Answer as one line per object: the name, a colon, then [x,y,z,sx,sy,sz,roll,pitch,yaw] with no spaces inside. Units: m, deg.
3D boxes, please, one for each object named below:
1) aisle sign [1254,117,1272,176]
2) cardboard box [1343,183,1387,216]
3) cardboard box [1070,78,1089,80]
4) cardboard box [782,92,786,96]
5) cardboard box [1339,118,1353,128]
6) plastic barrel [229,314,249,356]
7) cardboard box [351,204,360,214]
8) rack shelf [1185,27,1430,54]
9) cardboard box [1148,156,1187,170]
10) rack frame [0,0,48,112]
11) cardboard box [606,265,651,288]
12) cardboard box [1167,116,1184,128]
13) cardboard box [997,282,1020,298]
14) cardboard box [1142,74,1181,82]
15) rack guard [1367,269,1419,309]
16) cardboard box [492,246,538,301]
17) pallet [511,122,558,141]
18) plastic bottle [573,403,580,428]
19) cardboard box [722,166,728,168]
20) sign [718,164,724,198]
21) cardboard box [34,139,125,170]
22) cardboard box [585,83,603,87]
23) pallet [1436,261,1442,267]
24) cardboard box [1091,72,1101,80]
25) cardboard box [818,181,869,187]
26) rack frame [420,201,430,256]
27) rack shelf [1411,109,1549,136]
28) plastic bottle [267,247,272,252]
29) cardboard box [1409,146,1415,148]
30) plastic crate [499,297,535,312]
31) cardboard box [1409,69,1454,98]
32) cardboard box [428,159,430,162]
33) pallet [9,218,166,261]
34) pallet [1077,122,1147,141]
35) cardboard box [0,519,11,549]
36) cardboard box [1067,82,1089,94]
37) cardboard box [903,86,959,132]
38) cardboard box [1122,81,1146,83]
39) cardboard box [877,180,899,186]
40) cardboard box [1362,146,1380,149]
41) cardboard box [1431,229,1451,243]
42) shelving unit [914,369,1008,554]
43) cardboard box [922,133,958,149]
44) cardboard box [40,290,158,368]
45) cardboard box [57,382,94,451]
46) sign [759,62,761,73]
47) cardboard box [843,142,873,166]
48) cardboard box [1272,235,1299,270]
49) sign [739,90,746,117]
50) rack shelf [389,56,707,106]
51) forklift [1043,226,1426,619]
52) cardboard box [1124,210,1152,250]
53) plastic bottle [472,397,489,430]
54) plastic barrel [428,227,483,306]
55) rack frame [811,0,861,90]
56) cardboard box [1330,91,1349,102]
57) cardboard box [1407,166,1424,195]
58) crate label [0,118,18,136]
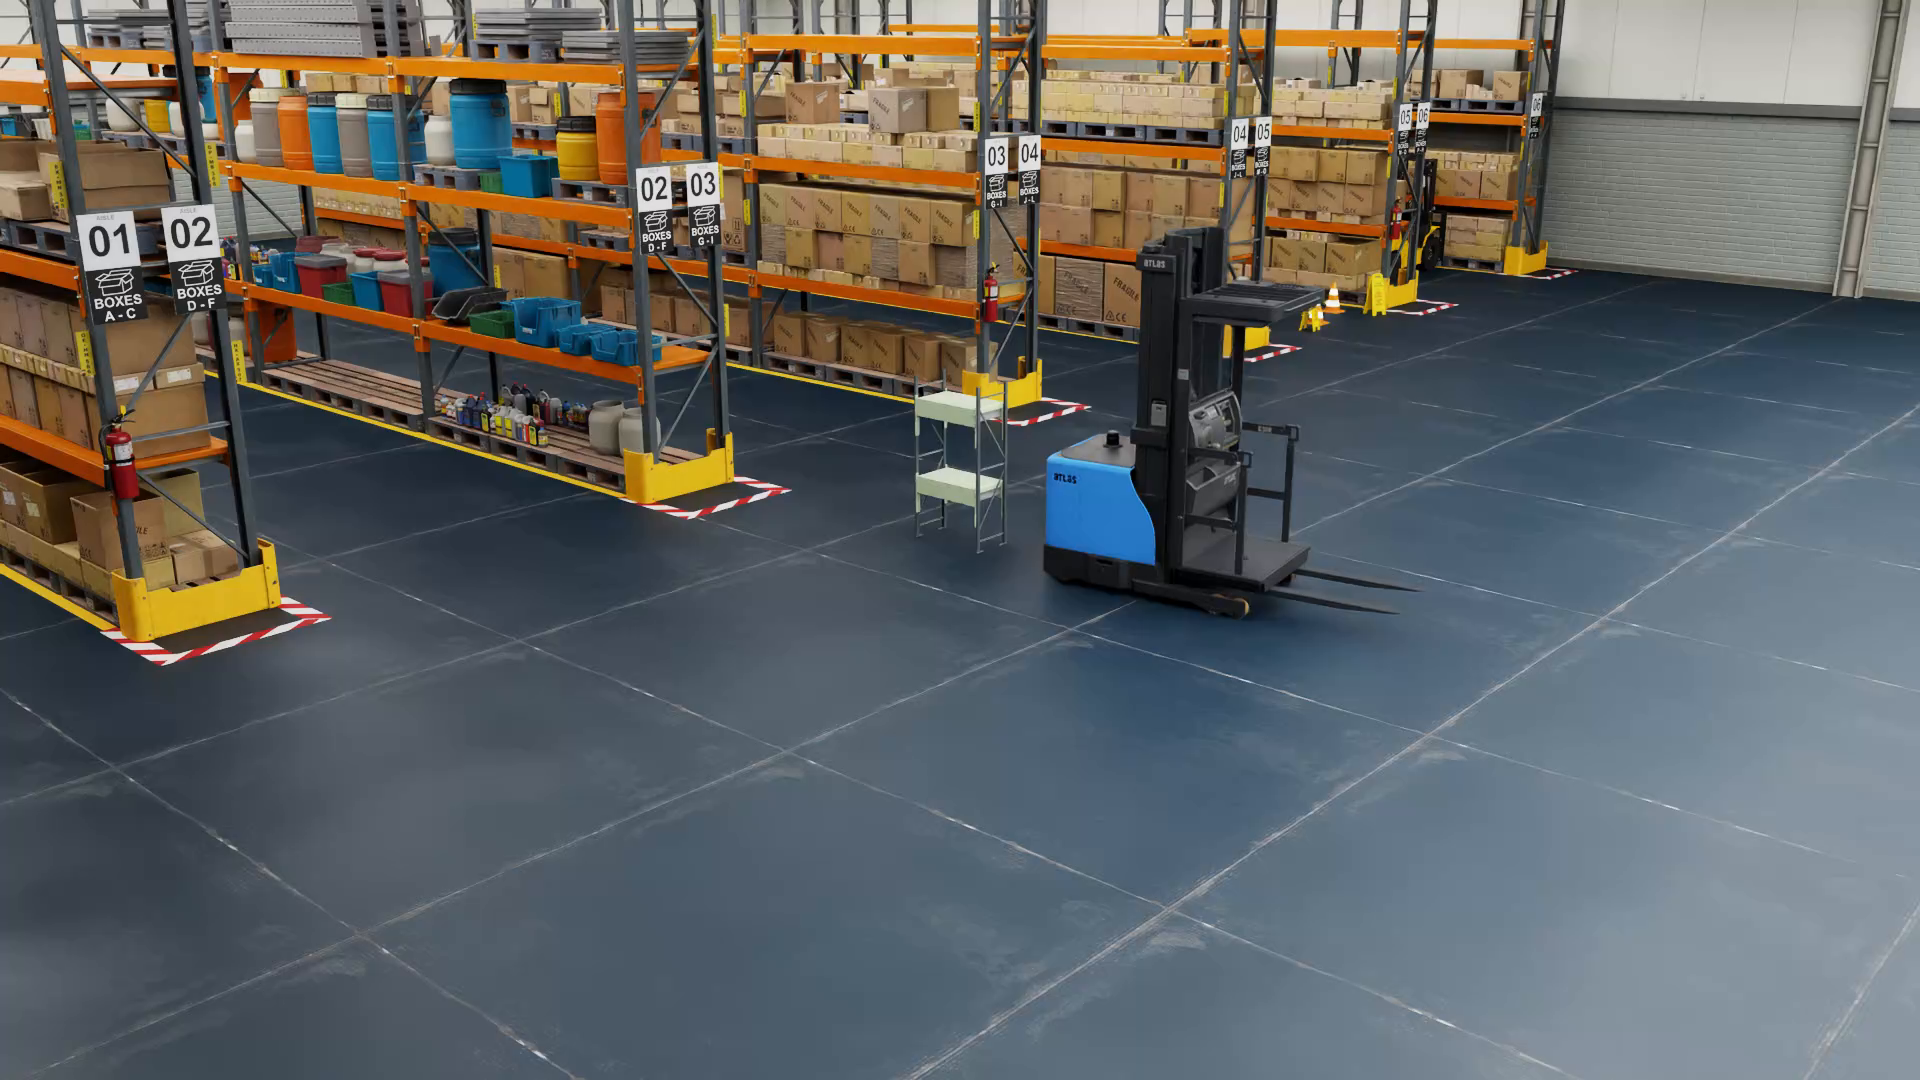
aisle sign: [4.193,-5.450,23.029,0.004,0.787,0.394,15,23,39]
cardboard box: [6.562,-5.534,26.932,0.500,0.500,0.500,15,23,38]
cardboard box: [2.594,-9.936,36.057,0.250,0.149,0.380,16,23,40]
cardboard box: [-2.639,-7.298,28.025,0.500,0.500,0.500,15,23,39]
cardboard box: [6.314,-6.720,26.783,0.250,0.149,0.380,16,24,41]
plastic barrel: [-9.557,-2.743,22.215,0.421,0.512,0.421,0,18,0]
cardboard box: [-10.196,-5.694,28.509,0.250,0.149,0.380,14,23,38]
rack shelf: [5.655,-8.214,27.313,4.000,0.370,1.077,15,23,39]
cardboard box: [3.661,-6.531,29.381,0.500,0.500,0.500,15,23,38]
rack frame: [-14.682,-8.007,25.465,0.127,3.000,1.000,15,23,39]
cardboard box: [-4.890,-3.910,24.638,0.500,0.250,0.500,16,24,41]
cardboard box: [3.087,-5.807,23.049,0.250,0.149,0.380,15,23,40]
cardboard box: [0.518,-3.047,20.169,0.250,0.149,0.380,15,23,39]
cardboard box: [3.609,-8.203,29.770,0.500,0.250,0.500,14,23,38]
rack guard: [7.094,-4.121,27.272,0.348,0.500,1.175,15,23,39]
cardboard box: [-6.575,-4.173,26.121,0.875,0.875,1.225,15,23,39]
pallet: [-5.927,-6.119,24.786,1.003,0.211,1.213,16,24,42]
plastic bottle: [-4.195,-1.368,18.245,0.097,0.271,0.097,0,18,0]
cardboard box: [-4.266,-6.539,29.495,0.250,0.149,0.380,15,23,39]
sign: [-2.346,-3.492,16.184,0.005,0.325,0.100,15,23,39]
cardboard box: [-7.066,-2.955,13.413,0.500,0.500,0.500,15,23,39]
cardboard box: [-6.730,-8.510,31.429,0.500,0.250,0.500,14,22,37]
pallet: [8.935,-5.481,32.034,1.213,0.211,1.003,15,23,39]
cardboard box: [3.035,-9.980,35.739,0.250,0.149,0.380,15,23,39]
cardboard box: [-1.525,-4.396,21.696,0.500,0.500,0.500,15,23,39]
rack frame: [-8.402,-5.465,27.373,0.127,3.000,1.000,15,23,39]
rack shelf: [8.947,-7.910,31.307,4.000,0.370,1.077,15,23,39]
plastic bottle: [-9.223,-3.776,22.243,0.133,0.283,0.061,15,23,39]
cardboard box: [8.667,-7.525,32.134,0.250,0.149,0.380,15,23,38]
plastic crate: [-4.698,-2.506,18.296,0.616,0.251,0.499,15,23,39]
cardboard box: [8.838,-8.536,31.062,0.637,0.503,0.797,16,24,41]
cardboard box: [-8.954,-6.147,28.039,0.500,0.500,0.500,15,23,39]
pallet: [-6.517,-2.350,12.746,1.213,0.211,1.003,15,23,39]
pallet: [2.462,-5.936,24.046,1.213,0.211,1.003,15,23,39]
cardboard box: [-8.110,-0.143,14.455,0.500,0.250,0.500,15,23,39]
cardboard box: [1.760,-6.544,24.052,0.250,0.149,0.380,15,23,40]
cardboard box: [-0.358,-5.272,20.323,0.500,0.500,0.500,15,23,39]
cardboard box: [2.570,-6.592,24.204,0.250,0.149,0.380,15,23,40]
cardboard box: [-0.949,-5.992,27.215,0.500,0.500,0.700,15,23,38]
cardboard box: [7.945,-7.511,32.090,0.250,0.149,0.380,14,23,38]
cardboard box: [9.103,-5.778,31.385,0.500,0.250,0.500,14,23,38]
shelving unit: [0.005,-0.714,14.881,0.755,1.500,0.431,15,23,39]
cardboard box: [-0.236,-4.698,19.586,0.250,0.149,0.380,14,22,37]
cardboard box: [-6.783,-1.693,13.176,0.500,0.500,0.700,14,23,38]
cardboard box: [-6.742,-1.064,13.339,0.500,0.500,0.700,16,23,41]
sign: [-4.446,-10.444,36.771,0.005,0.325,0.100,15,23,39]
cardboard box: [-1.089,-4.757,20.432,0.500,0.250,0.500,15,23,38]
cardboard box: [5.613,-4.853,28.058,0.500,0.500,0.500,14,23,38]
sign: [-2.785,-5.596,21.322,0.005,0.325,0.100,15,23,39]
rack shelf: [-4.211,-4.662,16.777,4.000,0.370,1.077,15,23,39]
forklift: [2.227,-0.955,13.275,3.031,2.935,1.130,11,21,30]
cardboard box: [2.872,-4.540,24.209,0.550,0.550,0.875,15,23,39]
plastic bottle: [-5.237,-1.391,18.189,0.185,0.351,0.144,14,22,37]
plastic barrel: [-5.794,-3.123,19.165,0.708,0.901,0.600,15,23,39]
rack frame: [-2.043,-8.623,27.407,0.127,3.000,1.000,15,23,39]
cardboard box: [6.176,-7.159,26.849,0.250,0.149,0.380,15,23,40]
cardboard box: [8.752,-6.816,31.465,0.500,0.500,0.500,15,23,40]
crate label: [-14.206,-6.248,25.127,0.502,0.251,0.408,15,23,39]
